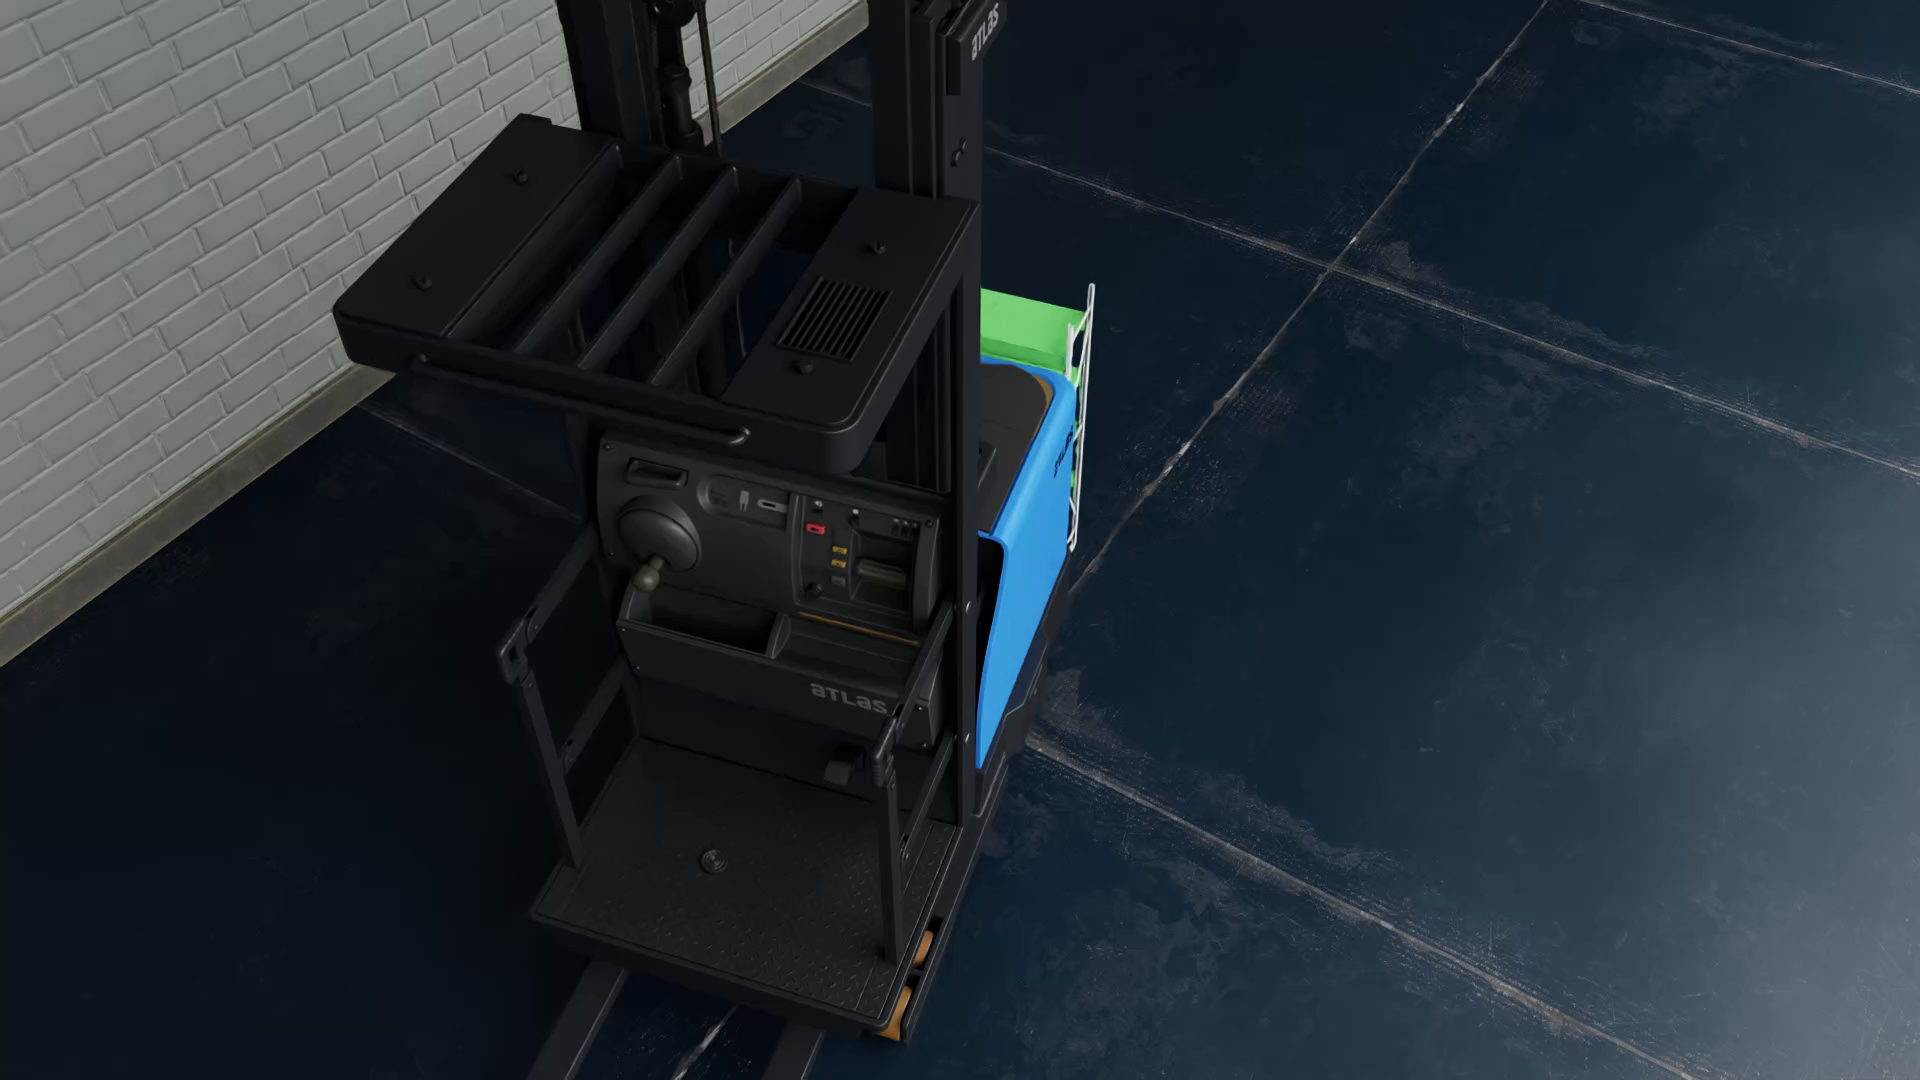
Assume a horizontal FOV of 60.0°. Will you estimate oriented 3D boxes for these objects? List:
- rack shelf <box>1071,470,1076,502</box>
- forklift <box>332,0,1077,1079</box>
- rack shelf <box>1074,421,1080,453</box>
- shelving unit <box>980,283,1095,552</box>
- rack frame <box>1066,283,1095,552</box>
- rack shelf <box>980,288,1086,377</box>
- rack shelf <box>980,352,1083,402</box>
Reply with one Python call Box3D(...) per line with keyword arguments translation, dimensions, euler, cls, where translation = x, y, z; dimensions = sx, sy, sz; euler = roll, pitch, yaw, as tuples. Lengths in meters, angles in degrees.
Box3D(translation=(0.159, -0.181, 6.013), dimensions=(0.480, 0.148, 0.258), euler=(15, 48, 14), cls="rack shelf")
Box3D(translation=(-0.567, 0.094, 4.115), dimensions=(1.130, 2.935, 3.031), euler=(14, 47, 13), cls="forklift")
Box3D(translation=(0.159, -0.348, 5.841), dimensions=(0.480, 0.148, 0.258), euler=(15, 48, 14), cls="rack shelf")
Box3D(translation=(0.159, -0.393, 5.795), dimensions=(0.503, 1.200, 0.258), euler=(15, 48, 14), cls="shelving unit")
Box3D(translation=(0.387, -0.331, 5.735), dimensions=(0.015, 1.200, 0.240), euler=(15, 48, 14), cls="rack frame")
Box3D(translation=(0.159, -0.683, 5.496), dimensions=(0.480, 0.148, 0.258), euler=(15, 48, 14), cls="rack shelf")
Box3D(translation=(0.159, -0.515, 5.669), dimensions=(0.480, 0.148, 0.258), euler=(15, 48, 14), cls="rack shelf")
